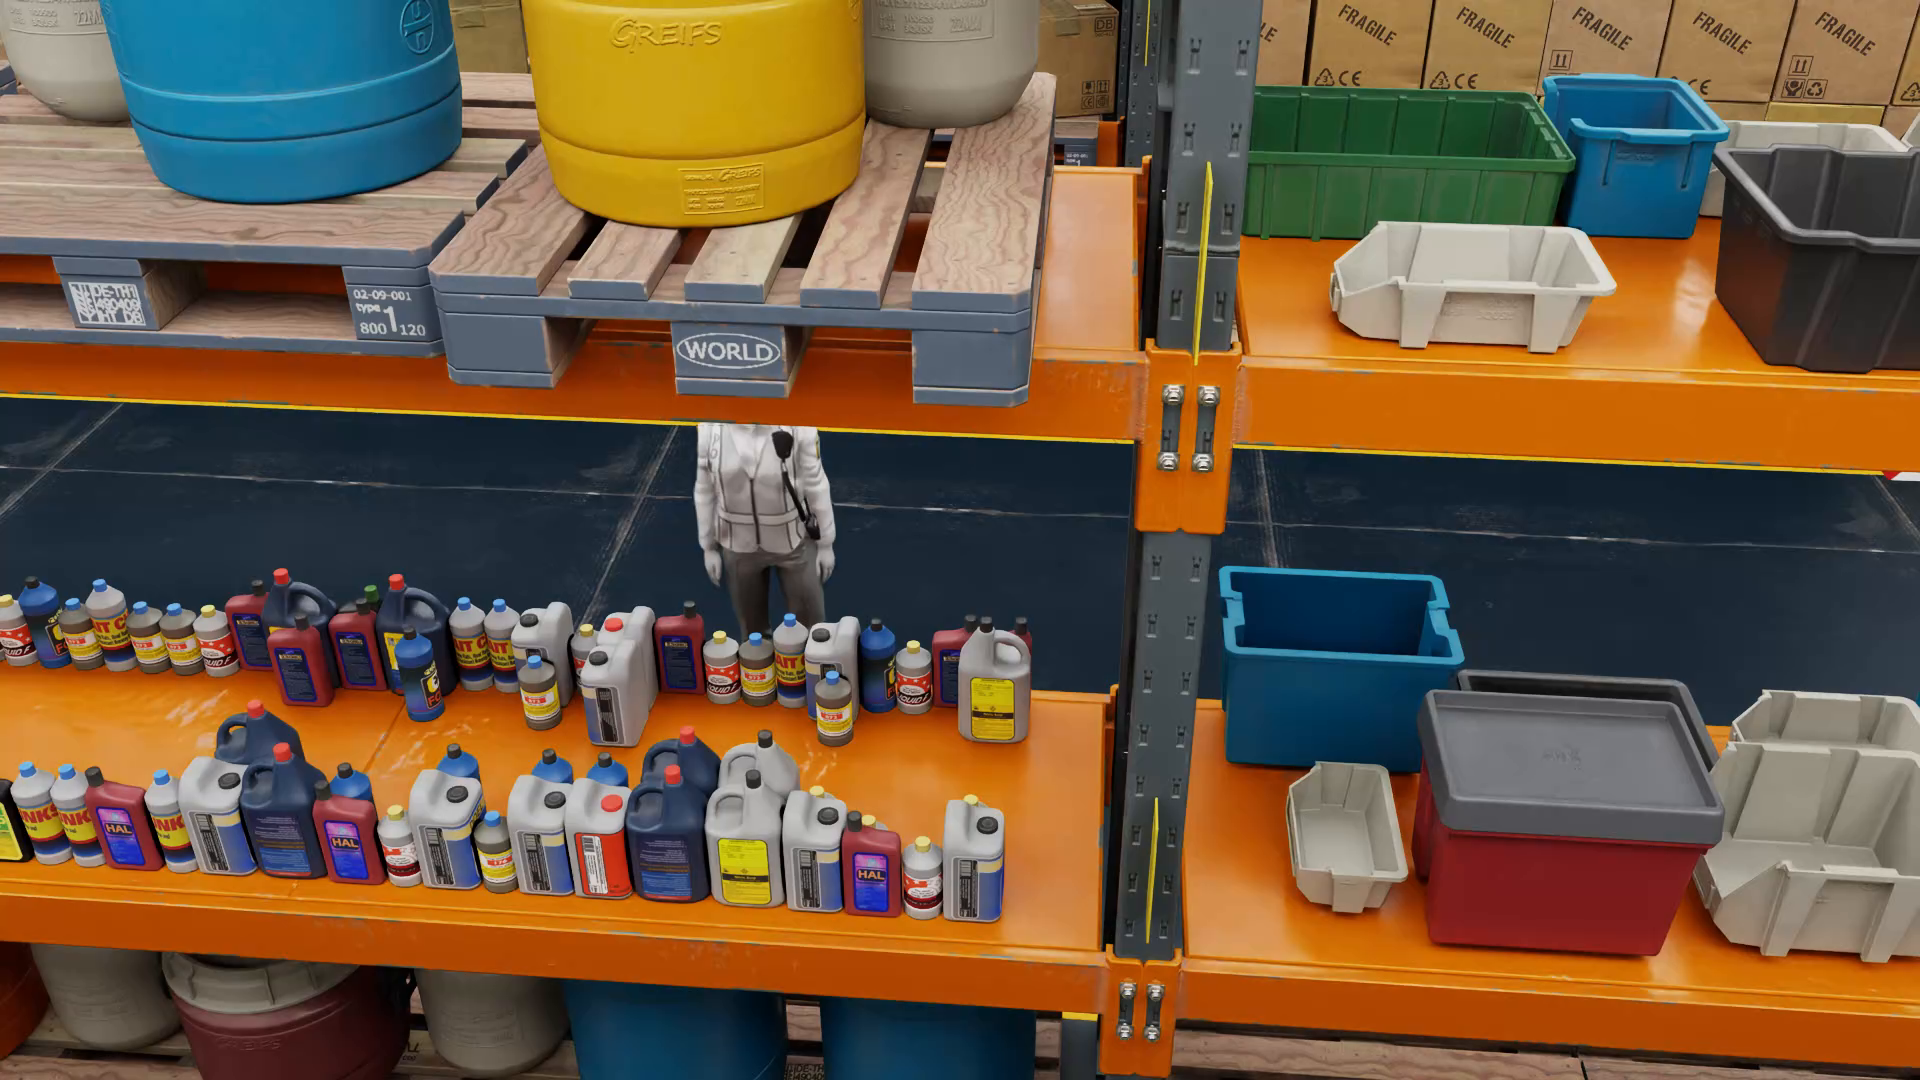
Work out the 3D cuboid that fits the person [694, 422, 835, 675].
[{"bbox_3d":[-0.710,0.017,6.039,0.507,1.689,0.356,3,32,4],"label":"person"}]
